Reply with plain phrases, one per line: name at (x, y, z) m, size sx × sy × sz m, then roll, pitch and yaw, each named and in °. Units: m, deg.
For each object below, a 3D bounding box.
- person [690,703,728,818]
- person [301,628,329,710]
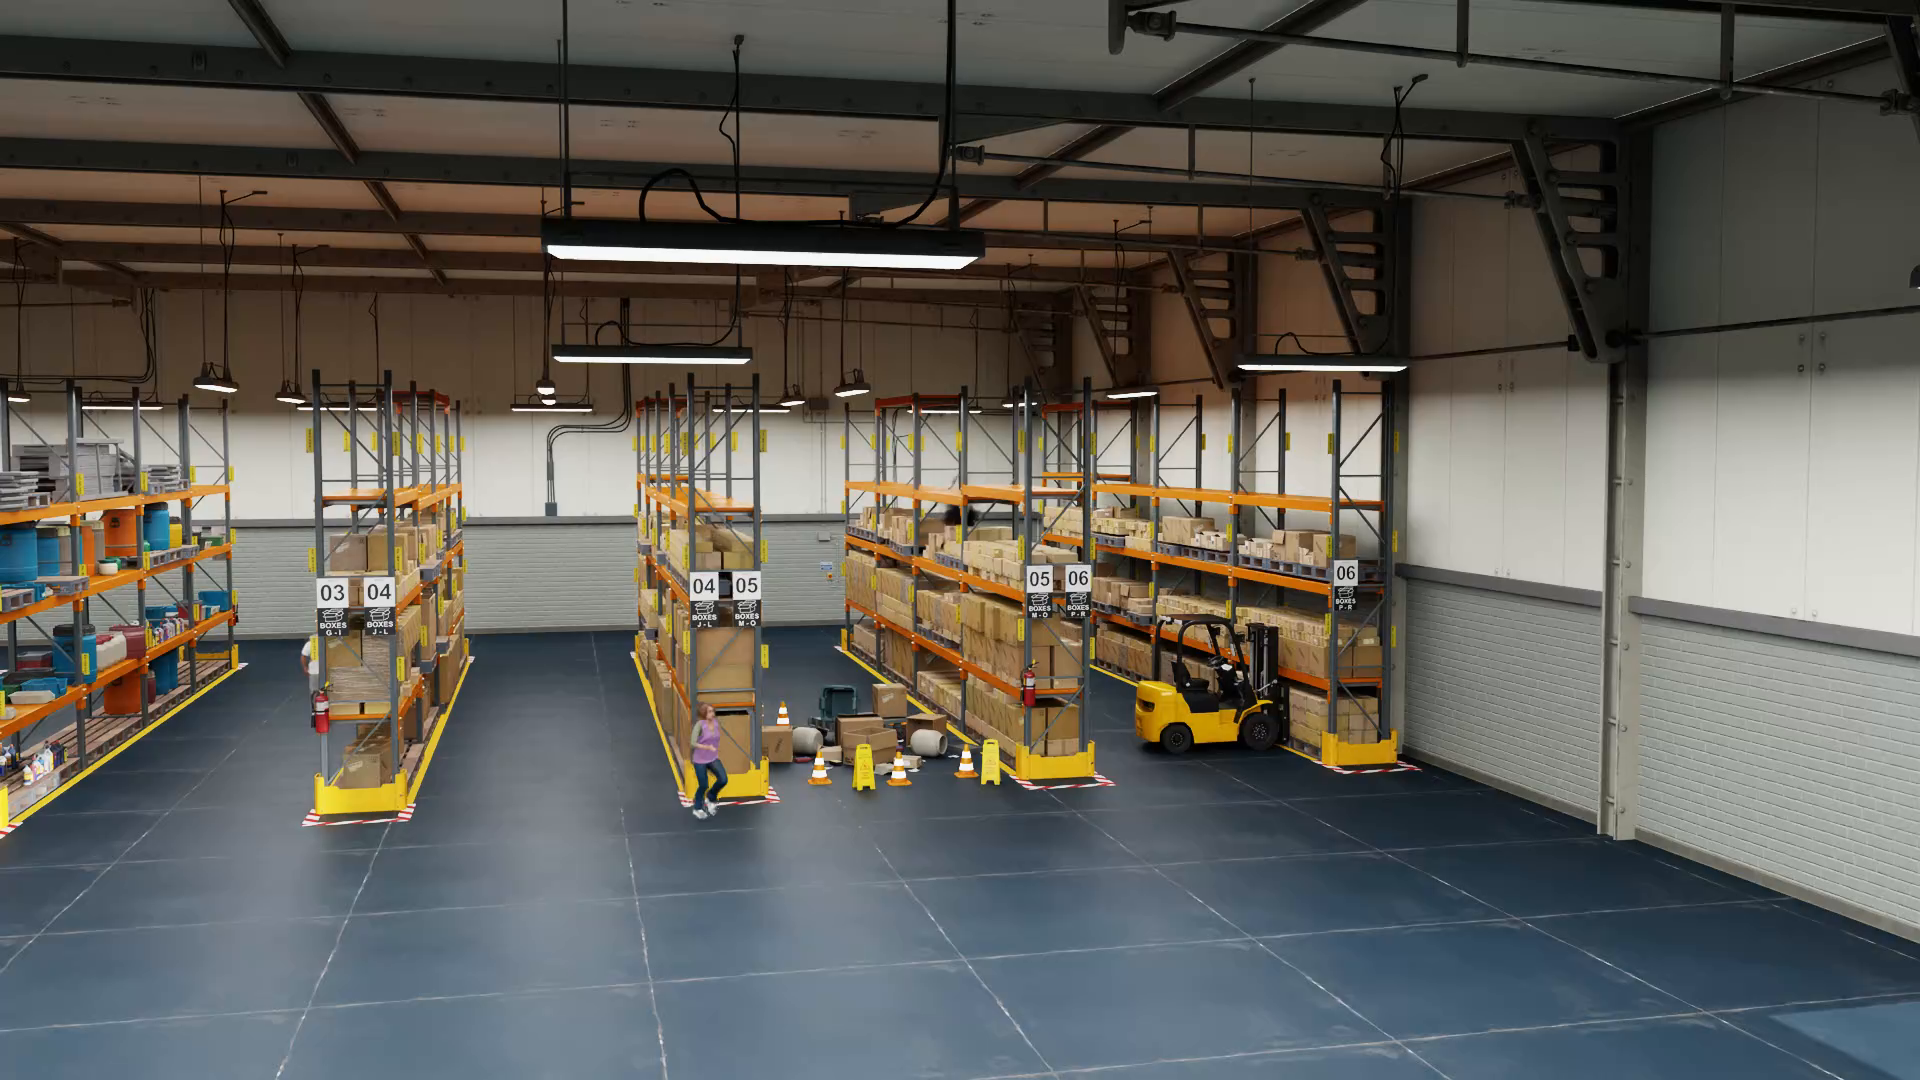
person at (-3.345, 2.955, 22.135) m, size 0.560 × 1.533 × 0.671 m, roll -3°, pitch 4°, yaw -41°
person at (-11.588, 2.406, 30.165) m, size 0.703 × 1.724 × 0.610 m, roll -1°, pitch 3°, yaw -13°
